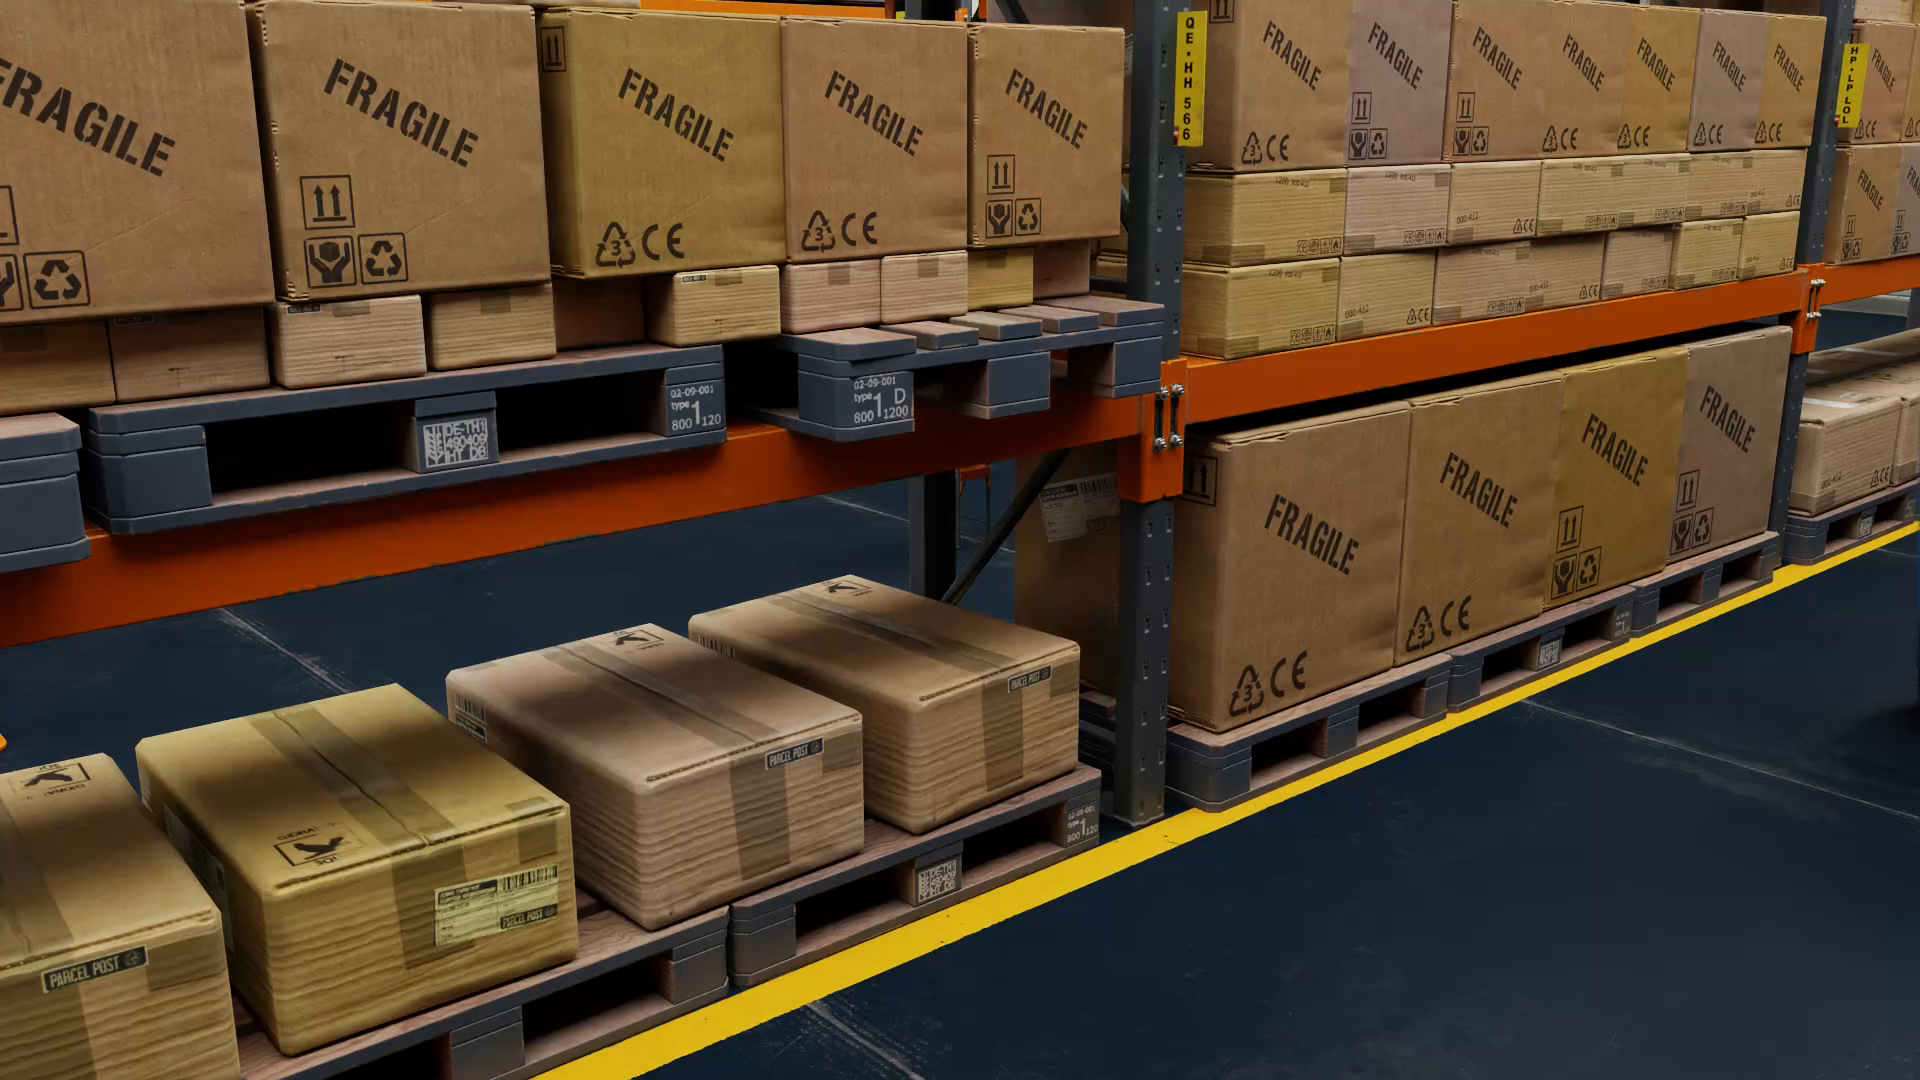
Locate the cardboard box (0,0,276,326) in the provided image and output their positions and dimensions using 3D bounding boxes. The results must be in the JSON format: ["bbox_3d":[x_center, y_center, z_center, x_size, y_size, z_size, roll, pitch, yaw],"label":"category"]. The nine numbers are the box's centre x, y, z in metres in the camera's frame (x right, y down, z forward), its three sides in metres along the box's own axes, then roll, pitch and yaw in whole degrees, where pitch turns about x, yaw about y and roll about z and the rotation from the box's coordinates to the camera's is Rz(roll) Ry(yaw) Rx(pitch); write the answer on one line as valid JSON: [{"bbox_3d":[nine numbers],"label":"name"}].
[{"bbox_3d":[-1.505,-0.644,2.766,0.500,0.500,0.500,-13,20,-40],"label":"cardboard box"}]

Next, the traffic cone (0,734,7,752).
[{"bbox_3d":[-3.228,0.439,5.208,0.334,0.463,0.336,-13,19,-39],"label":"traffic cone"}]

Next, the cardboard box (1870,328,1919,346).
[{"bbox_3d":[5.814,-0.926,9.557,0.875,0.438,0.875,-14,20,-41],"label":"cardboard box"}]

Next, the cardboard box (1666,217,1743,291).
[{"bbox_3d":[2.670,-1.131,6.464,0.500,0.250,0.500,-13,20,-40],"label":"cardboard box"}]

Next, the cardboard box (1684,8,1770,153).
[{"bbox_3d":[2.671,-1.733,6.293,0.500,0.500,0.500,-12,19,-38],"label":"cardboard box"}]

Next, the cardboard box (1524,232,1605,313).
[{"bbox_3d":[1.891,-0.961,5.827,0.500,0.250,0.500,-13,19,-39],"label":"cardboard box"}]

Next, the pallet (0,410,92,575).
[{"bbox_3d":[-2.135,-0.068,2.565,1.213,0.211,1.003,-13,19,-39],"label":"pallet"}]

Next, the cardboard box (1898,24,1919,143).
[{"bbox_3d":[4.132,-2.064,7.534,0.500,0.500,0.500,-13,20,-40],"label":"cardboard box"}]

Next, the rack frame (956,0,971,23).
[{"bbox_3d":[-0.259,-4.022,16.994,0.127,3.000,1.000,-13,19,-39],"label":"rack frame"}]

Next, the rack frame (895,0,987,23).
[{"bbox_3d":[-0.097,-2.362,10.779,0.127,3.000,1.000,-13,19,-39],"label":"rack frame"}]

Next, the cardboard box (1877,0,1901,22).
[{"bbox_3d":[3.820,-2.309,7.195,0.250,0.149,0.380,-12,19,-39],"label":"cardboard box"}]

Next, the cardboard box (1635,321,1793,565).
[{"bbox_3d":[2.813,-0.471,7.003,0.875,0.875,0.875,-12,19,-38],"label":"cardboard box"}]

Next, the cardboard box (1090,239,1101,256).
[{"bbox_3d":[0.409,-1.038,5.145,0.500,0.250,0.500,-13,20,-40],"label":"cardboard box"}]

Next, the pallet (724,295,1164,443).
[{"bbox_3d":[-0.257,-0.503,4.193,1.003,0.211,1.213,-13,19,-39],"label":"pallet"}]

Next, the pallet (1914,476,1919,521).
[{"bbox_3d":[4.774,-0.389,8.798,1.213,0.211,1.003,-13,19,-39],"label":"pallet"}]

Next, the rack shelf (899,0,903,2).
[{"bbox_3d":[1.411,-3.802,11.753,4.000,0.370,1.077,-13,19,-39],"label":"rack shelf"}]

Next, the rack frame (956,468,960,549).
[{"bbox_3d":[-0.080,-0.562,7.528,0.006,1.200,0.240,-13,19,-39],"label":"rack frame"}]

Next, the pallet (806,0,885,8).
[{"bbox_3d":[-0.812,-5.301,16.141,1.213,0.211,1.003,-13,19,-39],"label":"pallet"}]

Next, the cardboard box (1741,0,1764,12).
[{"bbox_3d":[3.522,-2.397,7.525,0.250,0.149,0.380,-12,19,-38],"label":"cardboard box"}]

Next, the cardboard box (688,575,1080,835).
[{"bbox_3d":[-0.222,0.423,4.632,0.625,0.372,0.950,-14,21,-43],"label":"cardboard box"}]

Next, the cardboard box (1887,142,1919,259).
[{"bbox_3d":[4.136,-1.576,7.645,0.500,0.500,0.500,-12,19,-39],"label":"cardboard box"}]

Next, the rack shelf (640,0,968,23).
[{"bbox_3d":[-1.768,-4.785,15.432,4.000,0.370,1.077,-13,19,-39],"label":"rack shelf"}]

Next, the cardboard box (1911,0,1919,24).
[{"bbox_3d":[4.213,-2.391,7.500,0.250,0.149,0.380,-13,20,-40],"label":"cardboard box"}]

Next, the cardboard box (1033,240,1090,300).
[{"bbox_3d":[0.118,-0.718,4.297,0.250,0.149,0.380,-12,19,-37],"label":"cardboard box"}]

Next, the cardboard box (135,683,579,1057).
[{"bbox_3d":[-1.349,0.677,3.681,0.625,0.372,0.950,-12,19,-38],"label":"cardboard box"}]

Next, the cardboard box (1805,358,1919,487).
[{"bbox_3d":[4.447,-0.617,8.400,0.875,0.438,0.875,-13,20,-41],"label":"cardboard box"}]

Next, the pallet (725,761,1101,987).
[{"bbox_3d":[-0.380,0.742,4.563,1.213,0.211,1.003,-13,19,-39],"label":"pallet"}]

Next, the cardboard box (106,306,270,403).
[{"bbox_3d":[-1.415,-0.354,2.935,0.250,0.149,0.380,-12,19,-39],"label":"cardboard box"}]

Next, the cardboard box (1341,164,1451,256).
[{"bbox_3d":[1.146,-1.032,5.121,0.500,0.250,0.500,-12,19,-38],"label":"cardboard box"}]

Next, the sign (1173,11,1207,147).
[{"bbox_3d":[0.574,-1.154,4.169,0.005,0.325,0.100,-13,19,-39],"label":"sign"}]

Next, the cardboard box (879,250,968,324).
[{"bbox_3d":[-0.197,-0.607,3.882,0.250,0.149,0.380,-13,20,-40],"label":"cardboard box"}]

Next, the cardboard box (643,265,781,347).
[{"bbox_3d":[-0.591,-0.516,3.543,0.250,0.149,0.380,-12,19,-38],"label":"cardboard box"}]

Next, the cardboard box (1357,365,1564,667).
[{"bbox_3d":[1.462,-0.165,5.858,0.875,0.875,0.875,-12,19,-39],"label":"cardboard box"}]

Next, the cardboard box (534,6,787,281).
[{"bbox_3d":[-0.712,-0.826,3.445,0.500,0.500,0.500,-14,21,-43],"label":"cardboard box"}]

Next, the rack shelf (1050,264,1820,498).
[{"bbox_3d":[1.720,-0.729,6.059,4.000,0.370,1.077,-13,19,-39],"label":"rack shelf"}]

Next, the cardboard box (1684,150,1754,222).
[{"bbox_3d":[2.683,-1.376,6.411,0.500,0.250,0.500,-12,19,-38],"label":"cardboard box"}]

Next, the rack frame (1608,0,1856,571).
[{"bbox_3d":[3.228,-1.415,7.235,0.127,3.000,1.000,-13,19,-39],"label":"rack frame"}]

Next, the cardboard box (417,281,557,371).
[{"bbox_3d":[-0.999,-0.440,3.257,0.250,0.149,0.380,-13,20,-41],"label":"cardboard box"}]

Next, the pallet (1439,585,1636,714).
[{"bbox_3d":[1.775,0.285,6.273,1.213,0.211,1.003,-13,19,-39],"label":"pallet"}]

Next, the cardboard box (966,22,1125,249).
[{"bbox_3d":[0.050,-1.001,4.102,0.500,0.500,0.500,-13,20,-41],"label":"cardboard box"}]

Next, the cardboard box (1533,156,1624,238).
[{"bbox_3d":[1.921,-1.197,5.740,0.500,0.250,0.500,-12,19,-38],"label":"cardboard box"}]

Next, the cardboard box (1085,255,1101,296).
[{"bbox_3d":[0.422,-0.801,5.227,0.500,0.250,0.500,-14,20,-41],"label":"cardboard box"}]

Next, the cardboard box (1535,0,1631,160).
[{"bbox_3d":[1.895,-1.560,5.647,0.500,0.500,0.500,-12,19,-38],"label":"cardboard box"}]

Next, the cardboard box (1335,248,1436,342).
[{"bbox_3d":[1.121,-0.789,5.183,0.500,0.250,0.500,-13,20,-41],"label":"cardboard box"}]

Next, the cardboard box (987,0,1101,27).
[{"bbox_3d":[0.429,-1.407,5.075,0.500,0.500,0.500,-13,20,-41],"label":"cardboard box"}]

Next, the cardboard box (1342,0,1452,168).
[{"bbox_3d":[1.111,-1.391,5.012,0.500,0.500,0.500,-13,19,-39],"label":"cardboard box"}]

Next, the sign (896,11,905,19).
[{"bbox_3d":[-0.156,-1.404,4.951,0.005,0.325,0.100,-13,19,-39],"label":"sign"}]

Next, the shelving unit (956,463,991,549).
[{"bbox_3d":[-0.011,-0.577,7.586,0.189,1.200,0.258,-13,19,-39],"label":"shelving unit"}]
